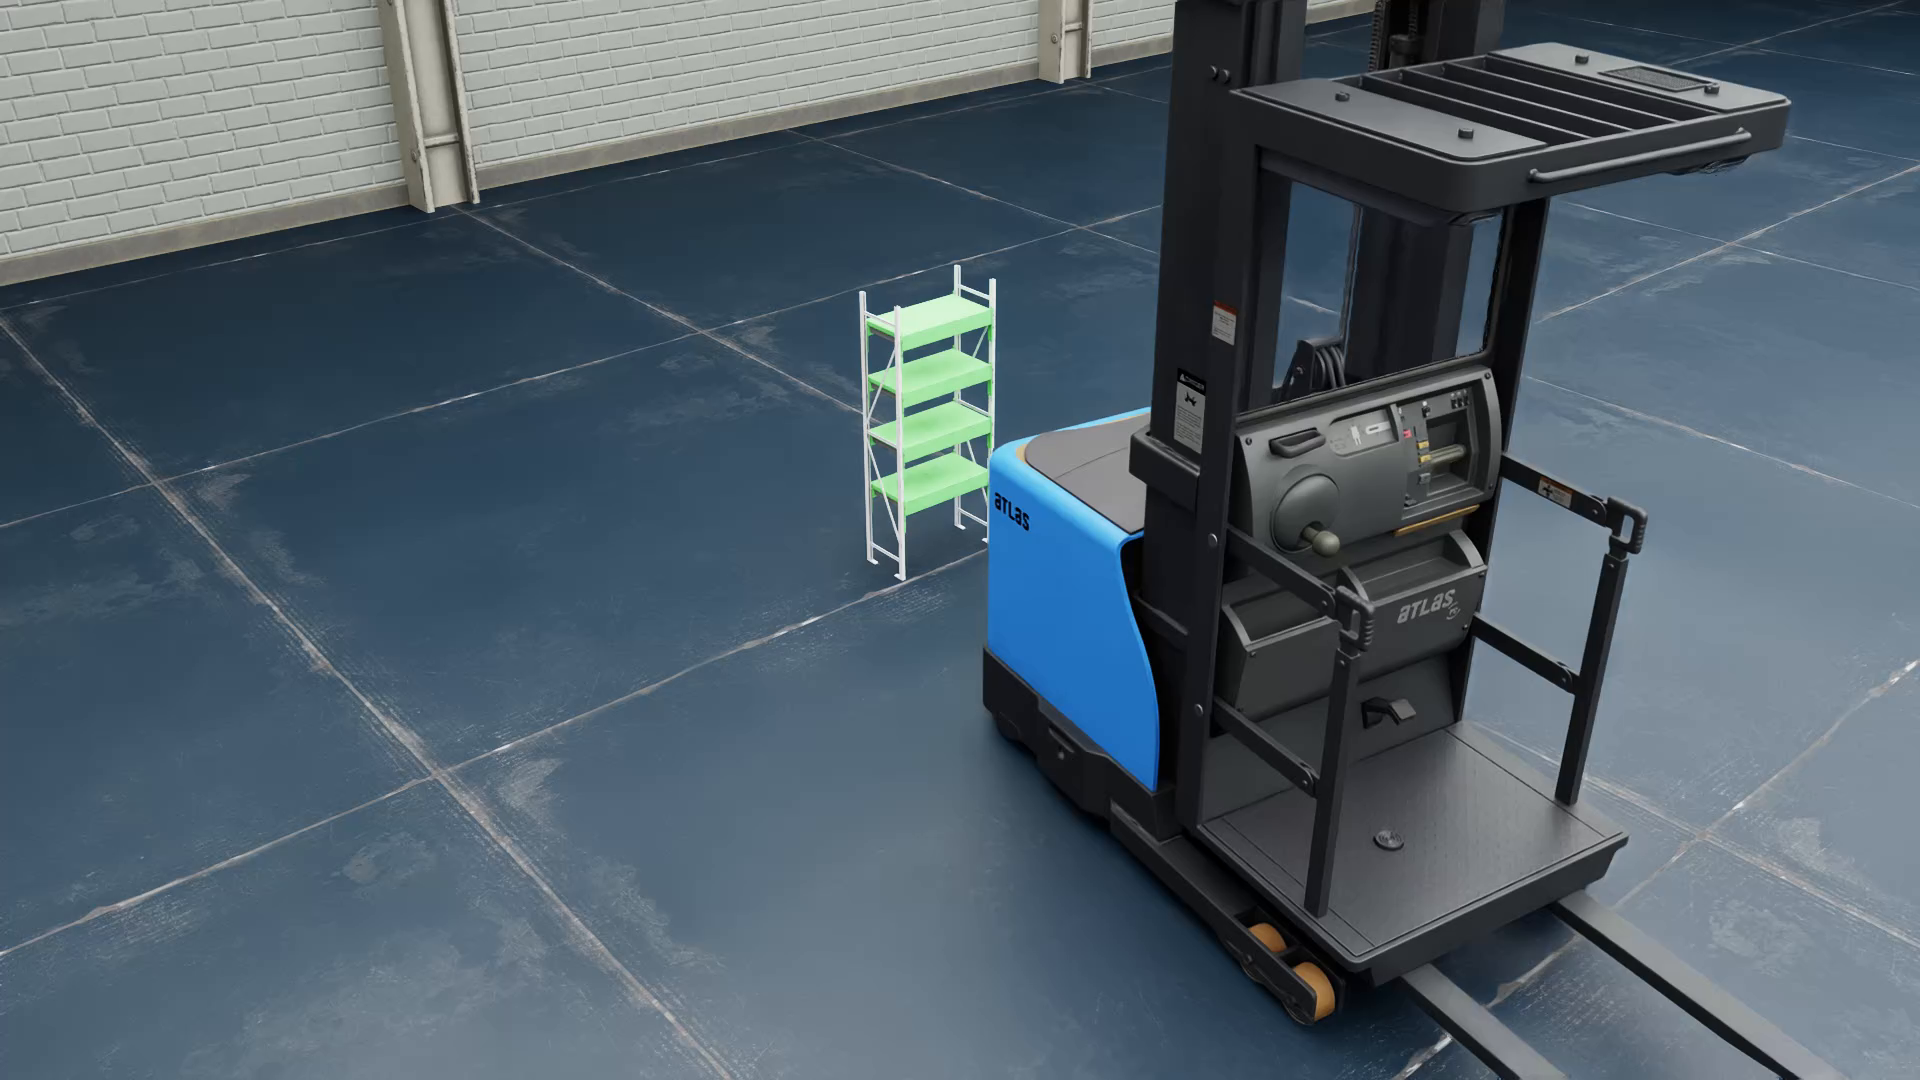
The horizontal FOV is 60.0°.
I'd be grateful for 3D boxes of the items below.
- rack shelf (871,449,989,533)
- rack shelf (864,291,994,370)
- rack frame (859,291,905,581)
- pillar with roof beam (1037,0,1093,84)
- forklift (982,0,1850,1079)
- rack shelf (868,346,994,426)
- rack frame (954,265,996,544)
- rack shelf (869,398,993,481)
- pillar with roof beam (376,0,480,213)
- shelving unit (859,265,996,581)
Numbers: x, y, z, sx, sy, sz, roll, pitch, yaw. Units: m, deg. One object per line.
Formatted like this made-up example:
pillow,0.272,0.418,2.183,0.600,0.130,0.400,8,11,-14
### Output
rack shelf,-0.126,-0.211,7.016,0.480,0.148,0.258,-22,35,-35
rack shelf,-0.126,-0.846,6.676,0.480,0.148,0.258,-22,35,-35
rack frame,-0.312,-0.404,6.733,0.015,1.200,0.240,-22,35,-35
pillar with roof beam,3.736,-6.632,10.112,0.400,9.000,9.100,-22,35,-35
forklift,1.265,-0.179,4.475,1.130,2.935,3.031,-16,32,-27
rack shelf,-0.126,-0.634,6.789,0.480,0.148,0.258,-22,35,-35
rack frame,0.060,-0.553,7.012,0.015,1.200,0.240,-22,35,-35
rack shelf,-0.126,-0.422,6.903,0.480,0.148,0.258,-22,35,-35
pillar with roof beam,-0.828,-4.796,6.677,0.400,9.000,9.100,-22,35,-35
shelving unit,-0.126,-0.479,6.872,0.503,1.200,0.258,-22,35,-35
